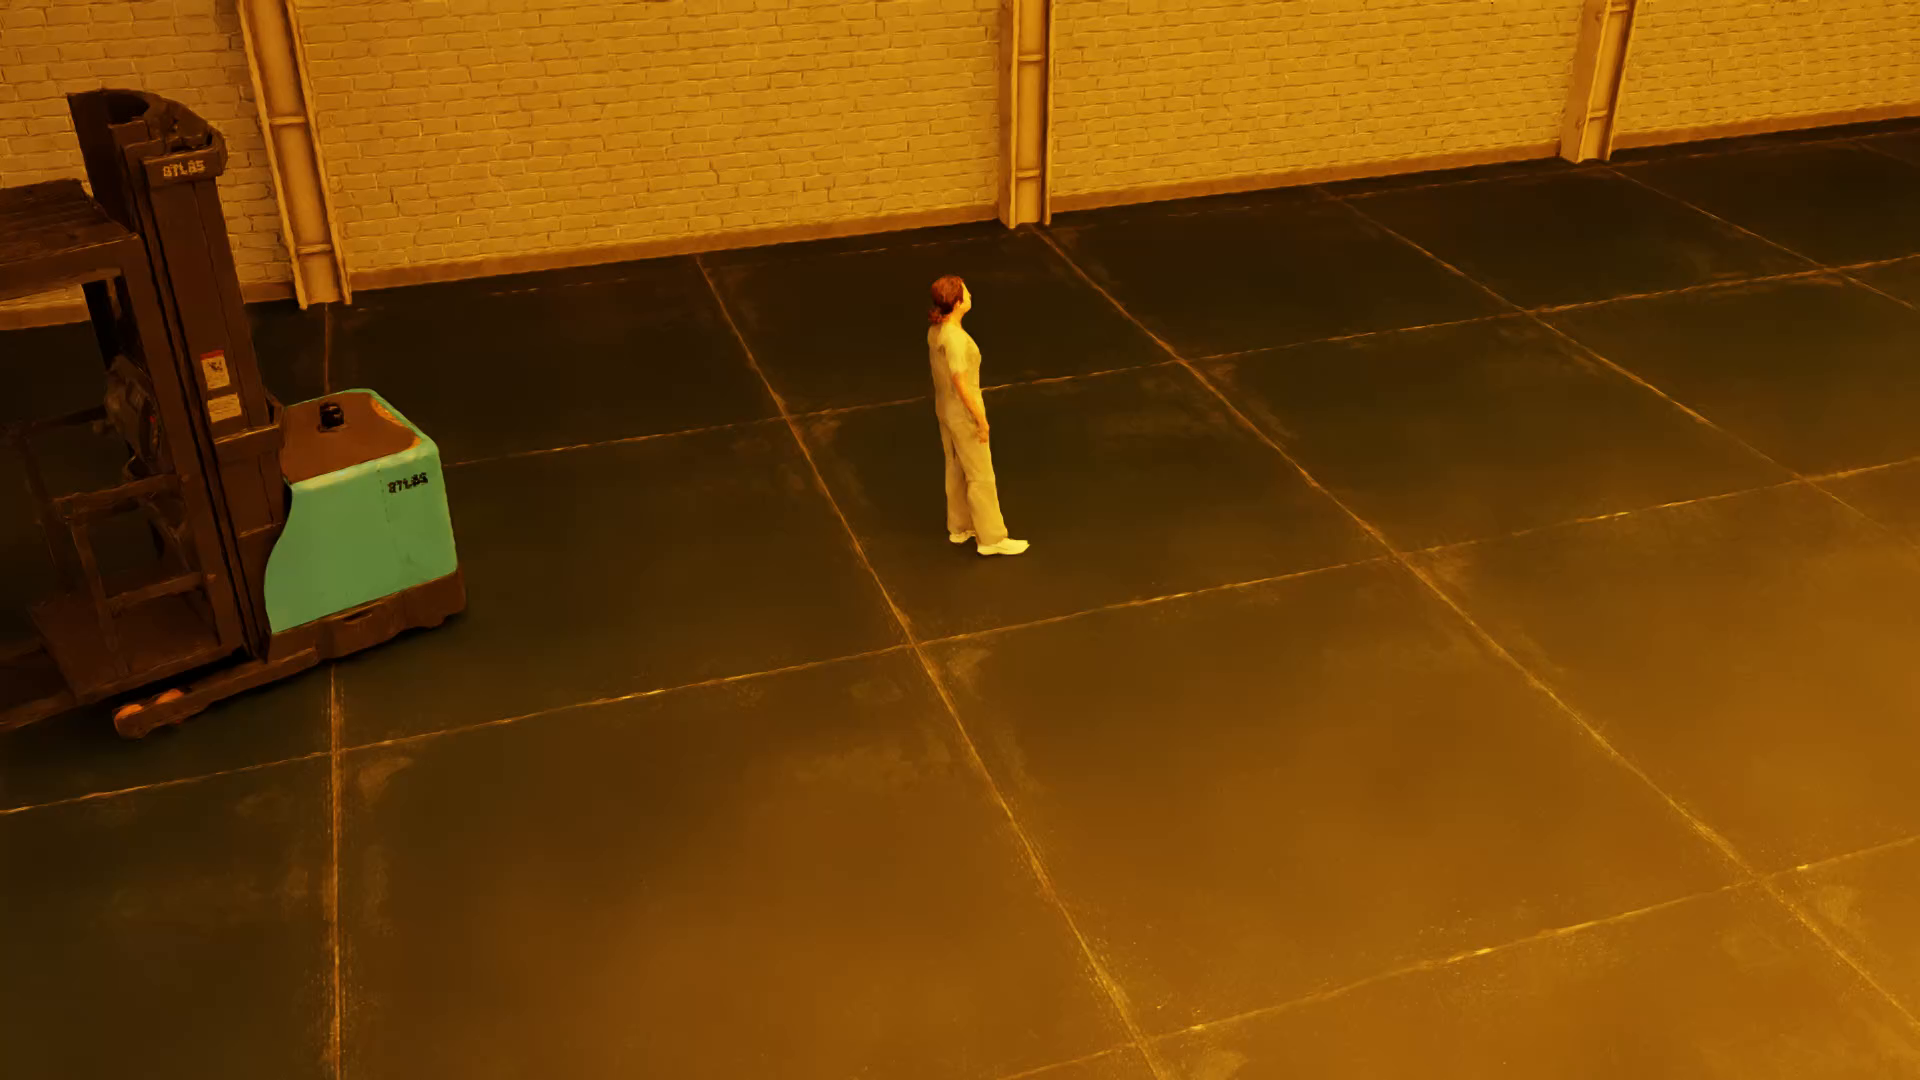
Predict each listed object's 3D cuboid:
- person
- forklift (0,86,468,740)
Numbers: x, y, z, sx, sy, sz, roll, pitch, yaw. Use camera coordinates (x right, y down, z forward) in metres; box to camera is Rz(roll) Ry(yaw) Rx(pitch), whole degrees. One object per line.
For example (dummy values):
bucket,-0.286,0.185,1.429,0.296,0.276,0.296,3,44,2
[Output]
person,0.074,-0.731,9.618,0.548,1.658,0.550,-10,31,-16
forklift,-4.213,-0.576,8.088,3.031,2.935,1.130,-22,36,-33
